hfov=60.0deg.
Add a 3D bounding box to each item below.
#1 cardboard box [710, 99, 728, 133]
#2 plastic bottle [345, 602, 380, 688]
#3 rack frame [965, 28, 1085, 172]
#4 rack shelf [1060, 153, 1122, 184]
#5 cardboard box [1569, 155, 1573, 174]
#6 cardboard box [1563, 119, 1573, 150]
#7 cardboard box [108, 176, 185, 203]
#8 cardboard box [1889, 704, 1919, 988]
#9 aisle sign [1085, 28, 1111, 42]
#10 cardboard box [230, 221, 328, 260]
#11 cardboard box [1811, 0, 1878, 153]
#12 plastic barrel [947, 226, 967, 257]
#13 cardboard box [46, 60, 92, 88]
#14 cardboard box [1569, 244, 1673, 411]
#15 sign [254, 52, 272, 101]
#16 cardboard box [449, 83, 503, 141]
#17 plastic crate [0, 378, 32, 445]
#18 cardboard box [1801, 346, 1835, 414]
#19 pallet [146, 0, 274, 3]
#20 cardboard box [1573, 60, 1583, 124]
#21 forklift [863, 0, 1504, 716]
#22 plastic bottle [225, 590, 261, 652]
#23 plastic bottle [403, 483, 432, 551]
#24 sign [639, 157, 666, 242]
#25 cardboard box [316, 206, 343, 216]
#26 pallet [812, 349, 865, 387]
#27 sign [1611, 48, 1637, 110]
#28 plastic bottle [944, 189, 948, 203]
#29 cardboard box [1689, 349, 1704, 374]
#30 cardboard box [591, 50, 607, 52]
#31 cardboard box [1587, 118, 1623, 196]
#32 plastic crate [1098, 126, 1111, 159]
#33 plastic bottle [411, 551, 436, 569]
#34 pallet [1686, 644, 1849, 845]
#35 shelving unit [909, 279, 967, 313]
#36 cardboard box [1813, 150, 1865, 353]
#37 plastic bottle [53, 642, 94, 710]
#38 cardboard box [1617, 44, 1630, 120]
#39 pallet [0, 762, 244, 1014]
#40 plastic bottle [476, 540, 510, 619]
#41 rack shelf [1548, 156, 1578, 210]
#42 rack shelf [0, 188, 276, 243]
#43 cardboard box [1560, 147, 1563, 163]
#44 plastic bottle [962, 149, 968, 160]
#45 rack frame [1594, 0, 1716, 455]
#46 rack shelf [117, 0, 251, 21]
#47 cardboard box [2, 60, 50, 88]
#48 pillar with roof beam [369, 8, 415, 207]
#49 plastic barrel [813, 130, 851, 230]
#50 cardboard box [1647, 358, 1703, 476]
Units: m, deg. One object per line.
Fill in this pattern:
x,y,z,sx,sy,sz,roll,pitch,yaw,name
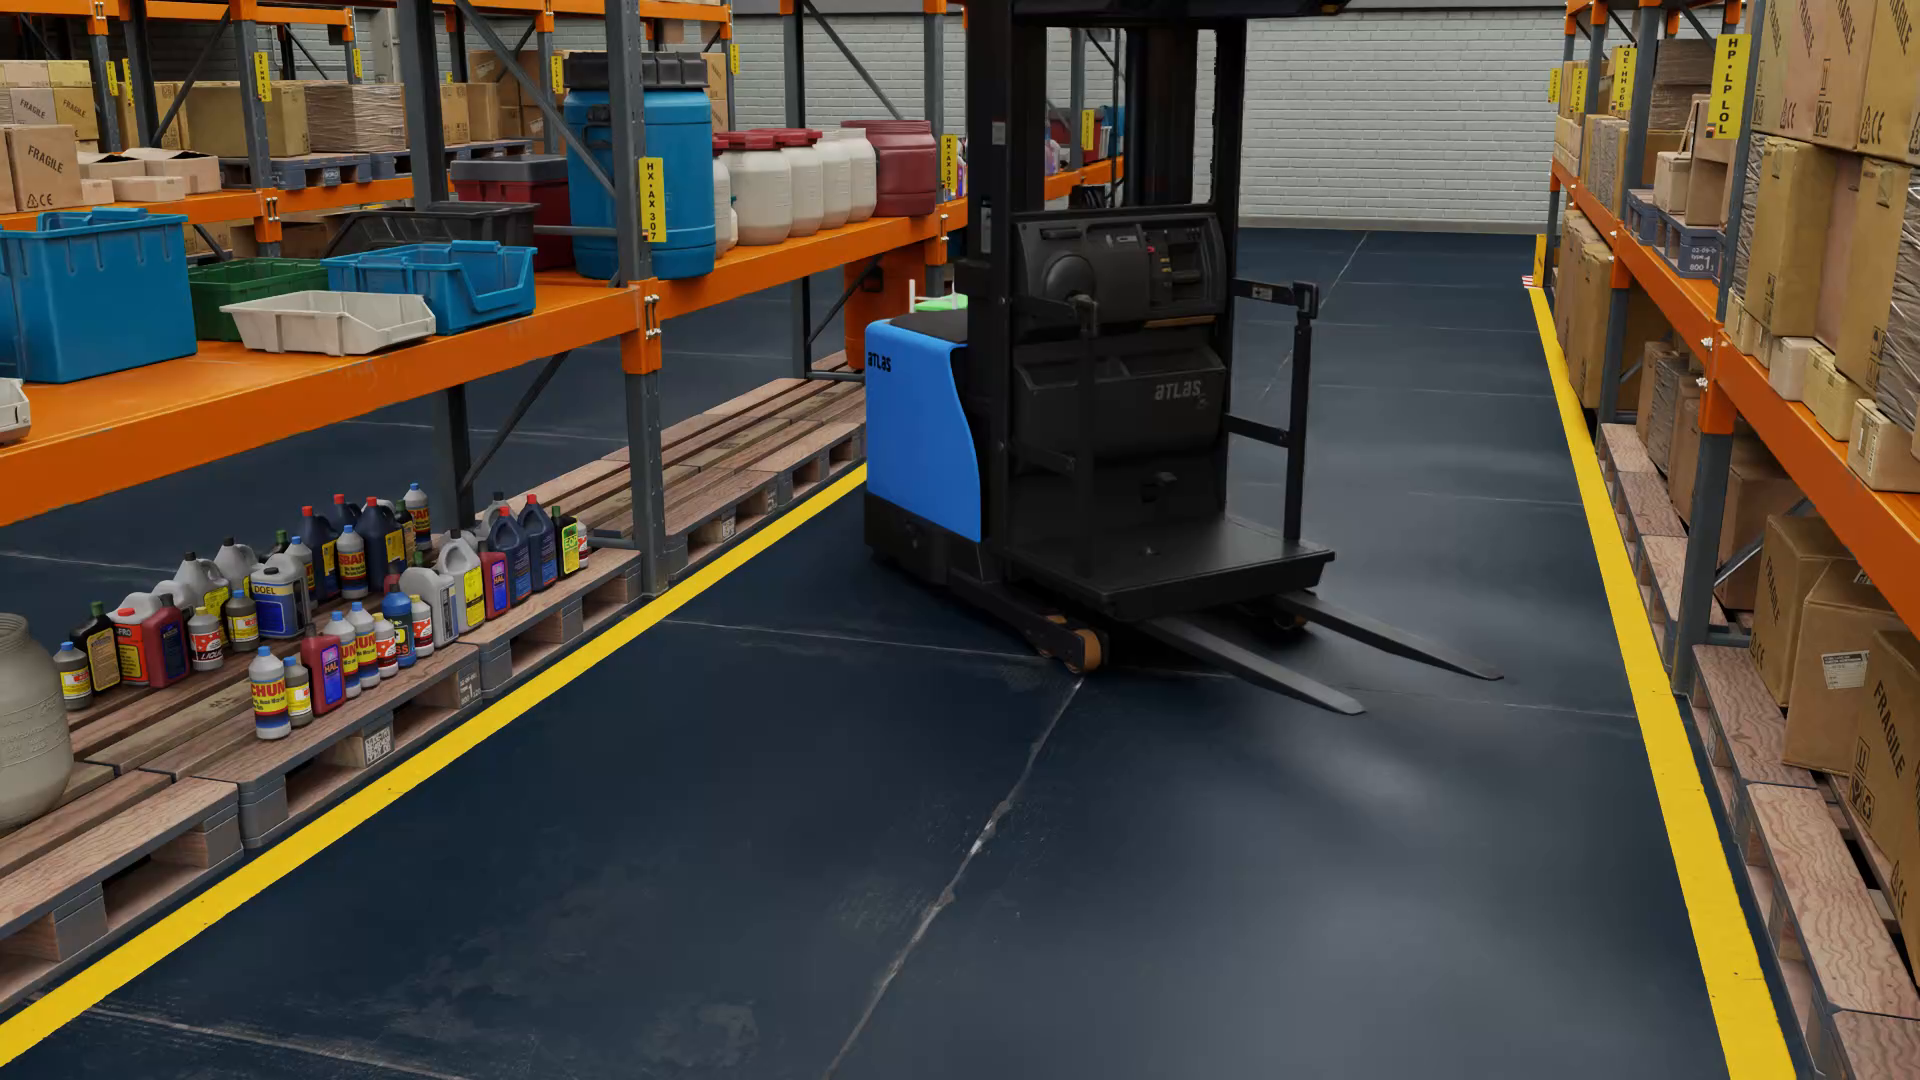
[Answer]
-2.937,-4.684,18.661,0.500,0.500,0.500,5,17,18,cardboard box
-1.930,0.332,5.355,0.097,0.271,0.097,0,16,0,plastic bottle
0.540,-3.342,14.115,1.000,3.000,0.127,5,16,16,rack frame
1.109,-3.519,16.058,1.077,0.370,4.000,5,16,16,rack shelf
5.208,-3.077,13.641,0.380,0.149,0.250,4,16,15,cardboard box
5.600,-3.566,14.635,0.500,0.250,0.500,4,16,15,cardboard box
-5.335,-2.303,10.913,0.380,0.149,0.250,5,16,16,cardboard box
2.405,0.699,3.681,0.500,0.500,0.500,6,17,21,cardboard box
1.413,-5.681,17.598,0.394,0.787,0.004,5,16,16,aisle sign
-5.292,-2.329,12.942,0.500,0.250,0.500,5,17,18,cardboard box
2.361,-1.178,3.923,0.500,0.500,0.500,5,16,16,cardboard box
0.168,-2.208,13.194,0.600,0.901,0.708,5,16,16,plastic barrel
-8.846,-4.530,16.164,0.500,0.250,0.500,5,17,17,cardboard box
4.368,-1.270,9.935,1.225,0.875,0.875,4,16,13,cardboard box
-4.811,-3.196,11.477,0.100,0.325,0.005,5,16,16,sign
-4.557,-3.871,15.026,0.700,0.500,0.500,-1,16,-3,cardboard box
-2.307,-0.285,3.820,0.298,0.136,0.250,5,16,16,plastic crate
2.334,-0.382,4.141,0.380,0.149,0.250,5,16,16,cardboard box
-8.367,-6.042,18.300,1.003,0.211,1.213,5,16,16,pallet
5.310,-3.662,13.597,0.500,0.500,0.500,5,17,16,cardboard box
0.738,-1.061,6.200,1.130,2.935,3.031,-9,18,-29,forklift
-2.460,0.272,5.697,0.097,0.201,0.097,0,16,0,plastic bottle
-2.244,-0.099,6.874,0.097,0.271,0.097,0,16,0,plastic bottle
-1.209,-1.337,6.538,0.100,0.325,0.005,5,16,16,sign
-7.925,-3.965,20.124,0.700,0.500,0.500,5,16,16,cardboard box
-0.412,-1.164,11.545,1.003,0.211,1.213,5,16,16,pallet
3.619,-2.511,9.062,0.100,0.325,0.005,5,16,16,sign
-0.164,-2.324,10.754,0.152,0.276,0.135,5,16,16,plastic bottle
3.850,-0.964,8.132,0.500,0.250,0.500,7,17,22,cardboard box
-3.658,-4.493,16.157,0.500,0.500,0.500,4,16,14,cardboard box
4.634,-2.643,11.466,0.500,0.500,0.500,4,16,15,cardboard box
1.151,-3.699,15.481,0.437,0.282,0.530,5,16,16,plastic crate
-1.892,0.170,5.903,0.061,0.283,0.133,5,16,16,plastic bottle
2.859,0.655,5.134,1.003,0.211,1.213,5,16,16,pallet
-0.015,-0.670,7.991,0.258,1.200,0.503,8,18,25,shelving unit
2.607,-0.677,3.989,0.875,0.500,0.500,5,16,16,cardboard box
-2.768,0.417,5.182,0.097,0.201,0.097,0,16,0,plastic bottle
4.909,-3.142,11.389,0.797,0.503,0.637,5,17,16,cardboard box
-2.657,0.903,4.258,1.003,0.211,1.213,5,16,16,pallet
-1.701,0.133,6.035,0.061,0.283,0.133,6,17,20,plastic bottle
5.857,-3.135,14.704,1.077,0.370,4.000,5,16,16,rack shelf
-5.913,-1.811,10.037,1.077,0.370,4.000,5,16,16,rack shelf
5.645,-3.480,15.061,0.380,0.149,0.250,4,16,15,cardboard box
0.096,-2.741,12.086,0.144,0.351,0.185,5,16,16,plastic bottle
4.152,-1.912,9.072,1.000,3.000,0.127,5,16,16,rack frame
-5.913,-3.254,9.628,1.077,0.370,4.000,5,16,16,rack shelf
-9.000,-4.397,15.695,0.500,0.250,0.500,5,17,17,cardboard box
-3.756,-8.483,21.245,9.100,9.000,0.400,5,16,16,pillar with roof beam
-0.804,-1.954,9.015,0.421,0.512,0.421,0,16,0,plastic barrel
3.836,-0.598,8.214,0.700,0.500,0.500,3,16,11,cardboard box
